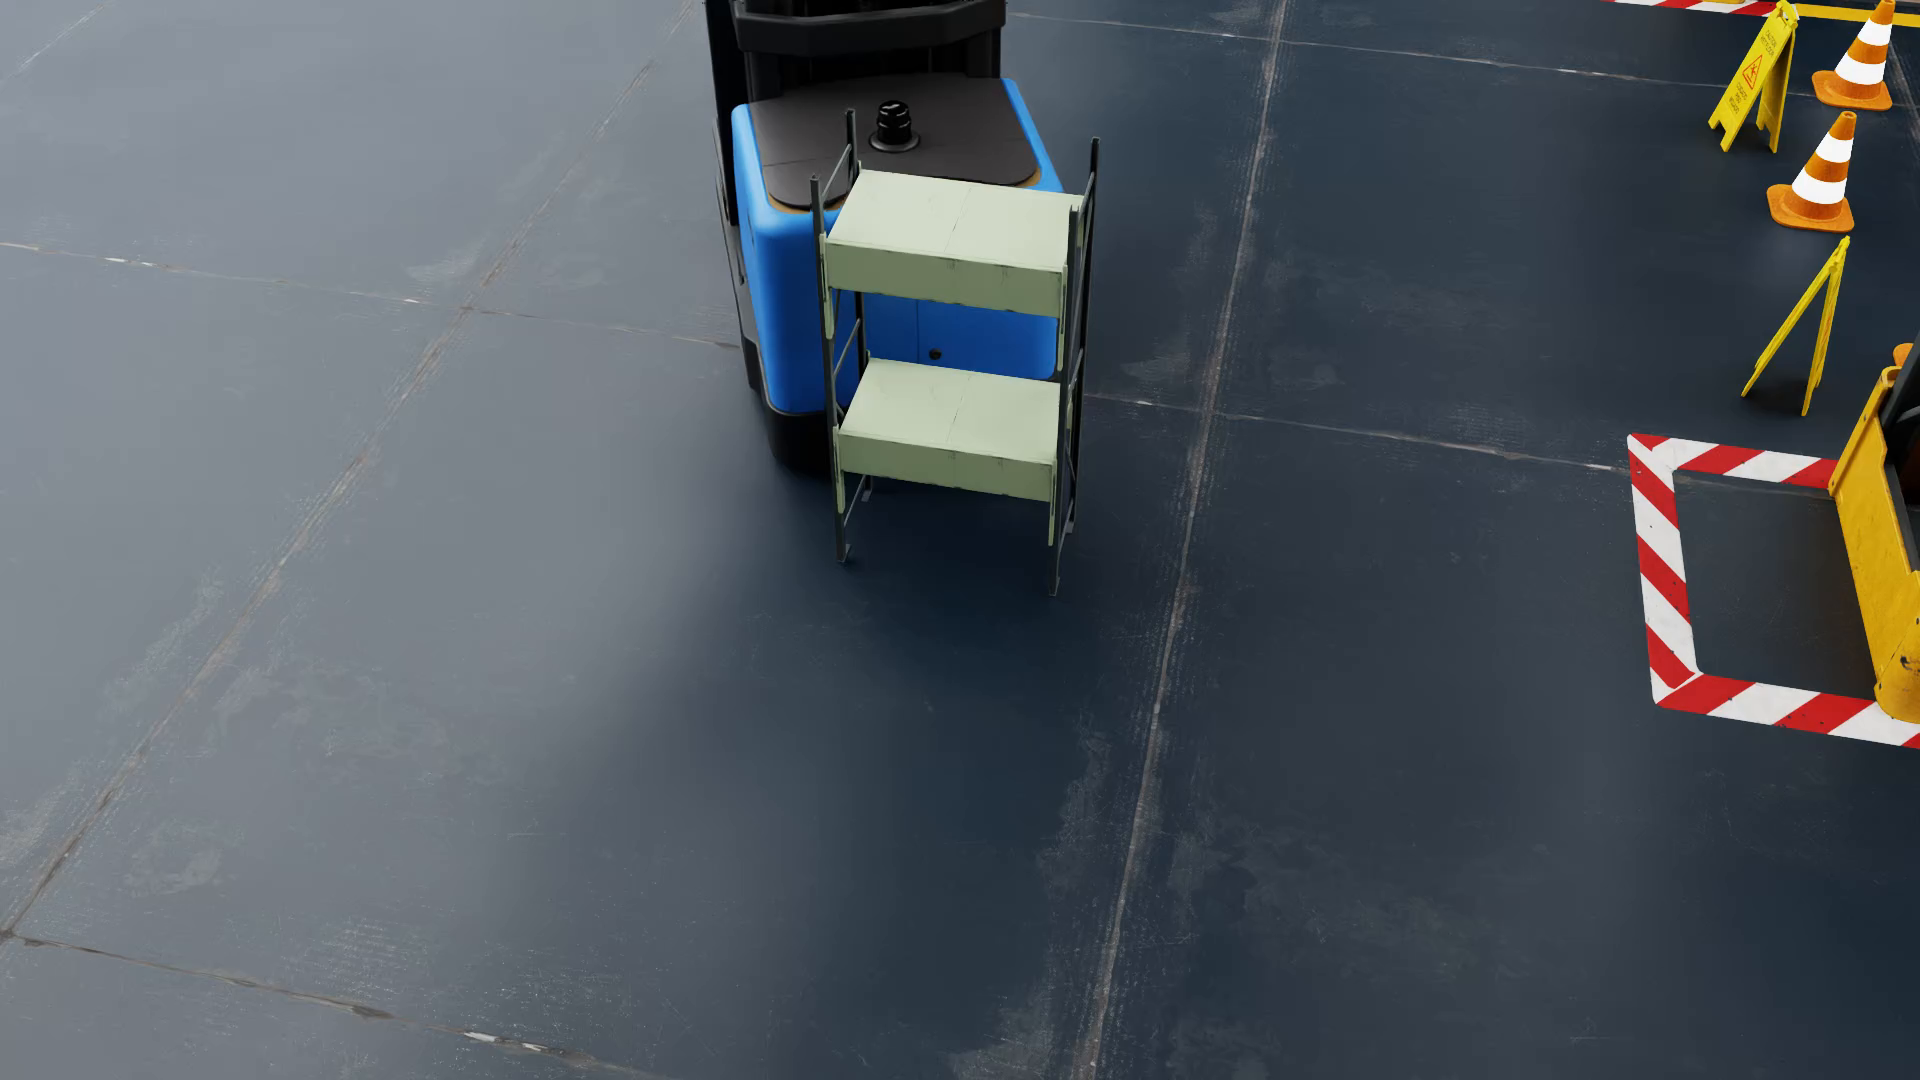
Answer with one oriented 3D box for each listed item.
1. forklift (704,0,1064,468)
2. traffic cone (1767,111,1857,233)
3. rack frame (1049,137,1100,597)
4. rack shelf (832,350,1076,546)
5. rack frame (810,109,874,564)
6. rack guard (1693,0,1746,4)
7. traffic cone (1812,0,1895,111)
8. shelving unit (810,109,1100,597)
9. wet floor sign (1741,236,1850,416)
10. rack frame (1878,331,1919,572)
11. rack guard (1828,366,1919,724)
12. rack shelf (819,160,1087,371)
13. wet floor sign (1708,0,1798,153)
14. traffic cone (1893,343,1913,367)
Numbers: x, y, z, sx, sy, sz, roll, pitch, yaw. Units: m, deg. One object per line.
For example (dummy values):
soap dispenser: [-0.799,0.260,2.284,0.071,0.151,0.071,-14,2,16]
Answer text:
forklift: [-0.437,-2.348,6.076,1.130,2.935,3.031,-8,44,-8]
traffic cone: [3.700,-1.605,7.084,0.334,0.463,0.336,9,45,9]
rack frame: [0.351,-0.486,5.173,0.023,1.500,0.400,9,45,9]
rack shelf: [-0.007,-0.306,5.457,0.720,0.370,0.431,9,45,9]
rack frame: [-0.364,-0.597,5.289,0.023,1.500,0.400,9,45,9]
rack guard: [4.047,-3.377,8.898,0.348,0.500,1.175,9,45,9]
traffic cone: [4.279,-2.318,7.825,0.334,0.463,0.336,9,45,9]
shelving unit: [-0.007,-0.541,5.231,0.755,1.500,0.431,9,45,9]
wet floor sign: [3.136,-0.813,6.130,0.232,0.644,0.267,24,49,23]
rack frame: [3.088,-0.909,4.531,0.127,3.000,1.000,9,45,9]
rack guard: [3.162,0.003,5.386,0.348,0.500,1.175,9,45,9]
rack shelf: [-0.007,-0.823,4.960,0.720,0.370,0.431,9,45,9]
wet floor sign: [3.610,-2.090,7.456,0.232,0.644,0.267,2,44,2]
traffic cone: [3.790,-0.802,6.250,0.334,0.463,0.336,9,45,9]
